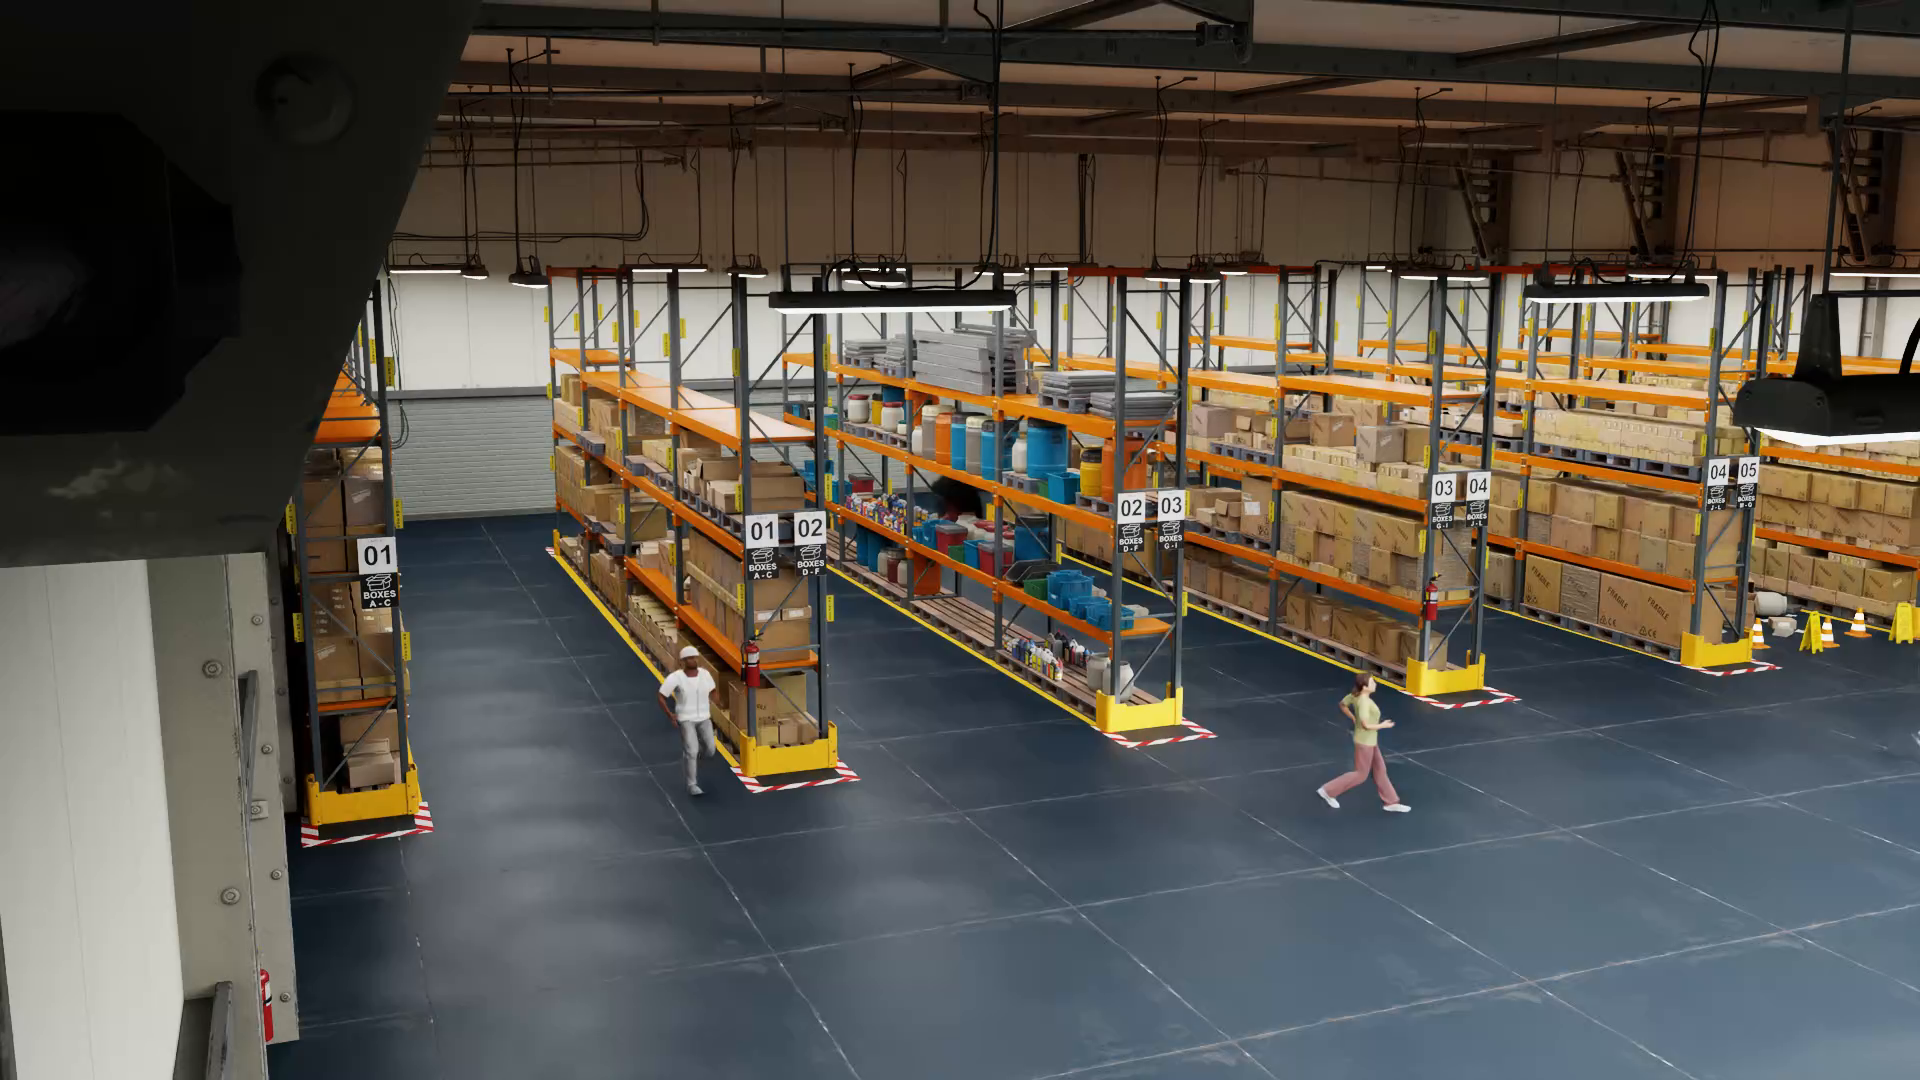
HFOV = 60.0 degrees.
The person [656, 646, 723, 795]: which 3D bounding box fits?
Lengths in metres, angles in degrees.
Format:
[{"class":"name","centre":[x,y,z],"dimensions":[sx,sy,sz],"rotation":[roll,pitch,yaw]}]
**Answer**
[{"class":"person","centre":[-3.172,2.111,19.658],"dimensions":[0.759,1.724,0.699],"rotation":[-7,12,-35]}]

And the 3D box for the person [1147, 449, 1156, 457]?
[{"class":"person","centre":[4.443,-1.273,38.973],"dimensions":[0.717,1.748,0.535],"rotation":[0,10,2]}]

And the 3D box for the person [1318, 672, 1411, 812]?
[{"class":"person","centre":[4.570,2.275,18.686],"dimensions":[1.053,1.626,0.588],"rotation":[1,10,6]}]
